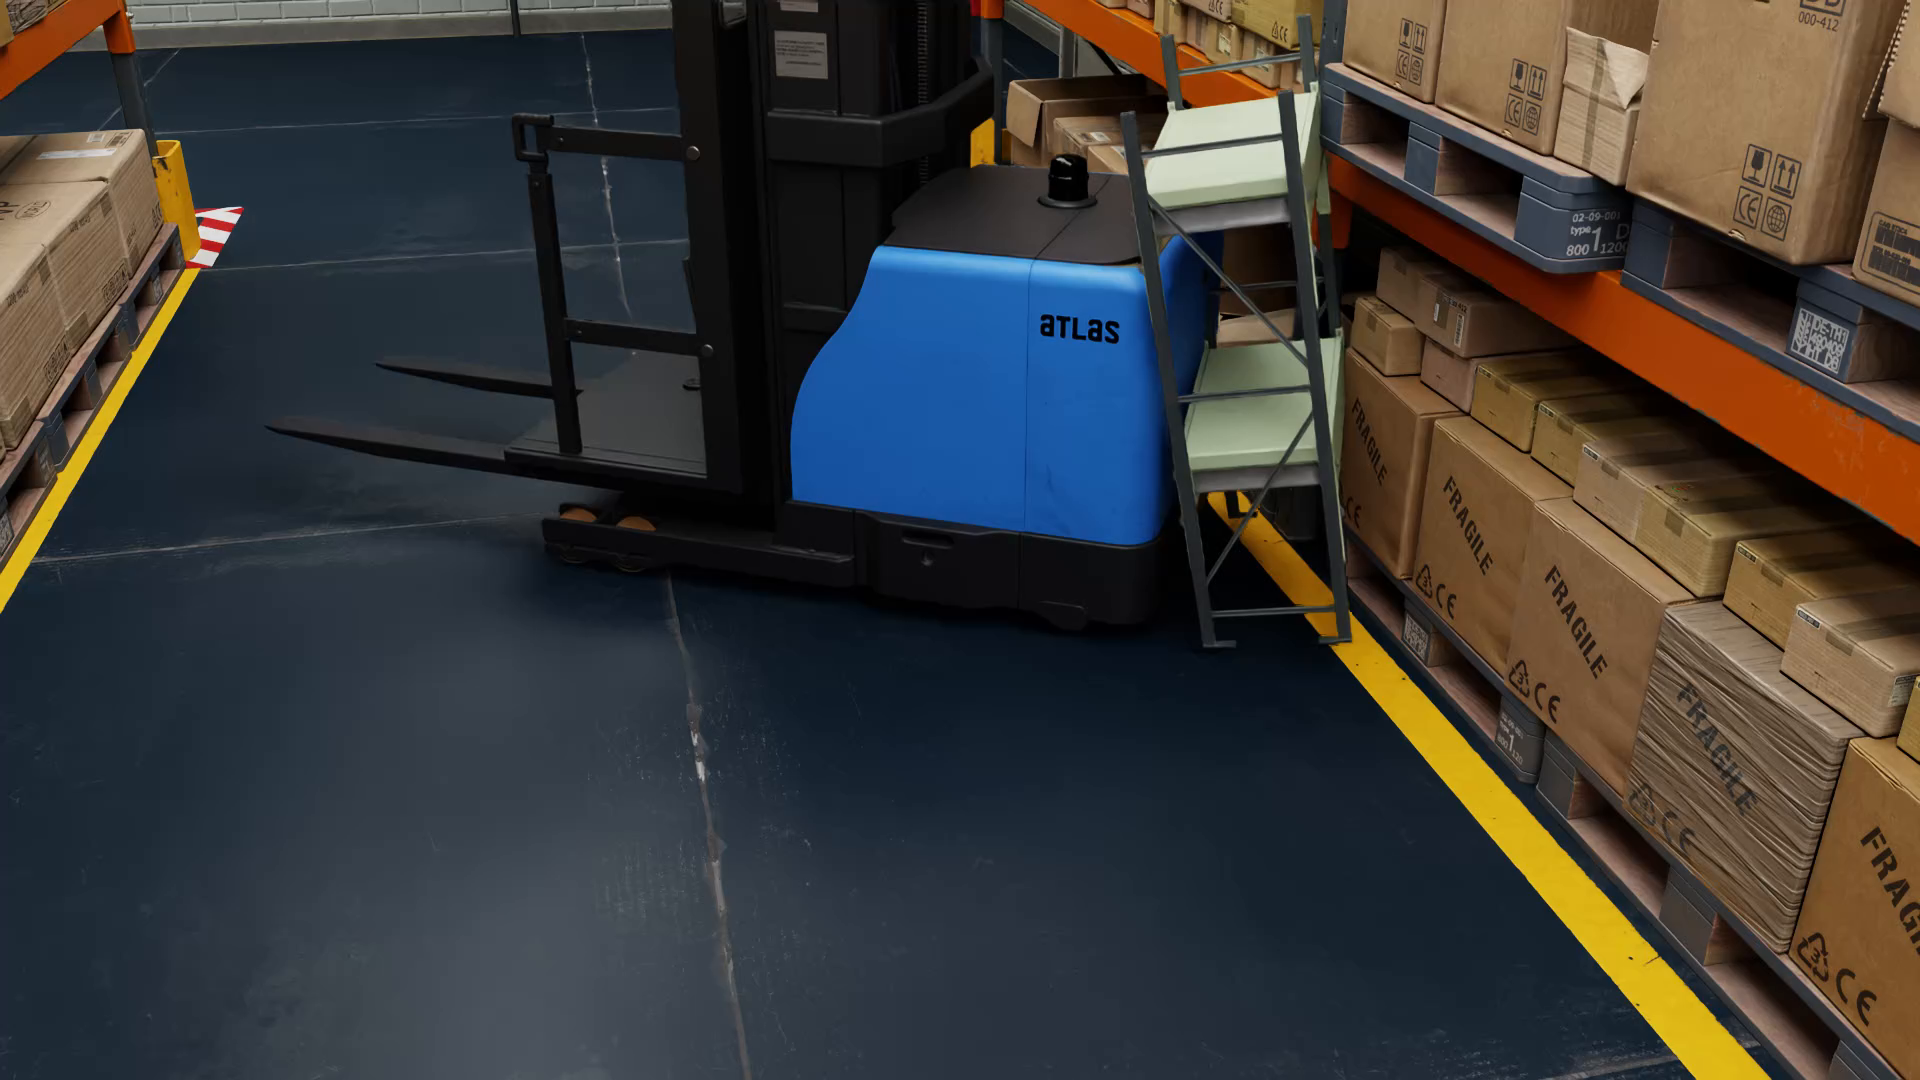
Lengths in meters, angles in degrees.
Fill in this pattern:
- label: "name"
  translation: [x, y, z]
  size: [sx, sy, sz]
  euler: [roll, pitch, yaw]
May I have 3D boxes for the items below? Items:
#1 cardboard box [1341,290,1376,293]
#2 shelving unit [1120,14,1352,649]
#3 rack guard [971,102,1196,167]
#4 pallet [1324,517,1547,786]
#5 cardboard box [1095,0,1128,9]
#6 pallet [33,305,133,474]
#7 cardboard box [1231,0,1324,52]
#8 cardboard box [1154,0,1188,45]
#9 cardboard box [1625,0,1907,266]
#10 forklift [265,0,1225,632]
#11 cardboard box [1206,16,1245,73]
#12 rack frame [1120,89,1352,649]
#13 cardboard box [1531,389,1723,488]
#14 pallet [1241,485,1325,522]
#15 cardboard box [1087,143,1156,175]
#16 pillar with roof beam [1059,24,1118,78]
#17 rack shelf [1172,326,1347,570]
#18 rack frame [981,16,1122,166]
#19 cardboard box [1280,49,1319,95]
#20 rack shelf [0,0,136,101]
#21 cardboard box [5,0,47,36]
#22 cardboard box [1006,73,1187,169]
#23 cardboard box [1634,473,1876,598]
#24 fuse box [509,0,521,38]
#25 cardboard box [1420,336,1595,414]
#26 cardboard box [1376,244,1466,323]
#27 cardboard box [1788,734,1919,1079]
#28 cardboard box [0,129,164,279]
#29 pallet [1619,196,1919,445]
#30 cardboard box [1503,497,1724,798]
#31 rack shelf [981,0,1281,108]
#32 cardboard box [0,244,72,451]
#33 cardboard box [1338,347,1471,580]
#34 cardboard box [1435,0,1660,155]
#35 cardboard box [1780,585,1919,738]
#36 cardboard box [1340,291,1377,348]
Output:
- label: "cardboard box"
  translation: [1.490, -0.824, 6.251]
  size: [0.380, 0.149, 0.250]
  euler: [-6, 27, -12]
- label: "shelving unit"
  translation: [0.801, -0.548, 4.501]
  size: [0.431, 1.500, 0.755]
  euler: [-4, 29, 17]
- label: "rack guard"
  translation: [0.622, -2.011, 8.680]
  size: [1.175, 0.500, 0.348]
  euler: [-6, 27, -12]
- label: "pallet"
  translation: [1.727, 0.194, 4.632]
  size: [1.003, 0.211, 1.213]
  euler: [-6, 27, -12]
- label: "cardboard box"
  translation: [0.733, -2.192, 6.543]
  size: [0.380, 0.149, 0.250]
  euler: [-5, 27, -10]
- label: "pallet"
  translation: [-3.702, -0.532, 6.071]
  size: [1.003, 0.211, 1.213]
  euler: [-6, 27, -12]
- label: "cardboard box"
  translation: [1.154, -1.669, 5.064]
  size: [0.500, 0.250, 0.500]
  euler: [-5, 27, -10]
- label: "cardboard box"
  translation: [0.909, -1.858, 5.880]
  size: [0.380, 0.149, 0.250]
  euler: [-6, 27, -12]
- label: "cardboard box"
  translation: [1.691, -0.830, 2.988]
  size: [0.700, 0.500, 0.500]
  euler: [-6, 27, -12]
- label: "forklift"
  translation: [-0.761, -1.426, 4.823]
  size: [3.031, 2.935, 1.130]
  euler: [8, 28, 16]
- label: "cardboard box"
  translation: [1.027, -1.630, 5.430]
  size: [0.380, 0.149, 0.250]
  euler: [-5, 27, -10]
- label: "rack frame"
  translation: [0.717, -0.365, 4.196]
  size: [0.400, 1.500, 0.023]
  euler: [-4, 29, 17]
- label: "cardboard box"
  translation: [1.610, -0.237, 3.979]
  size: [0.380, 0.149, 0.250]
  euler: [-6, 27, -12]
- label: "pallet"
  translation: [1.353, -0.461, 5.930]
  size: [1.003, 0.211, 1.213]
  euler: [-6, 27, -12]
- label: "cardboard box"
  translation: [0.827, -1.332, 6.869]
  size: [0.500, 0.500, 0.500]
  euler: [-5, 27, -11]
- label: "pillar with roof beam"
  translation: [-3.319, -6.677, 8.491]
  size: [9.100, 9.000, 0.400]
  euler: [-6, 27, -12]
- label: "rack shelf"
  translation: [0.865, -0.266, 4.652]
  size: [0.431, 0.370, 0.720]
  euler: [-4, 29, 17]
- label: "rack frame"
  translation: [0.605, -3.161, 8.183]
  size: [1.000, 3.000, 0.127]
  euler: [-6, 27, -12]
- label: "cardboard box"
  translation: [1.189, -1.407, 4.987]
  size: [0.380, 0.149, 0.250]
  euler: [-6, 27, -11]
- label: "rack shelf"
  translation: [-3.779, -1.456, 5.603]
  size: [1.077, 0.370, 4.000]
  euler: [-6, 27, -12]
- label: "cardboard box"
  translation: [-3.640, -2.068, 5.907]
  size: [0.500, 0.500, 0.500]
  euler: [-5, 27, -10]
- label: "cardboard box"
  translation: [0.651, -1.955, 8.100]
  size: [0.797, 0.503, 0.637]
  euler: [-7, 28, -14]
- label: "cardboard box"
  translation: [1.683, -0.014, 3.538]
  size: [0.380, 0.149, 0.250]
  euler: [-5, 27, -10]
- label: "fuse box"
  translation: [-3.444, -4.702, 12.667]
  size: [0.539, 1.711, 0.414]
  euler: [-6, 27, -12]
- label: "cardboard box"
  translation: [1.466, -0.467, 4.435]
  size: [0.380, 0.149, 0.250]
  euler: [-7, 28, -13]
- label: "cardboard box"
  translation: [1.387, -0.720, 4.606]
  size: [0.380, 0.149, 0.250]
  euler: [-6, 27, -12]
- label: "cardboard box"
  translation: [1.880, 0.666, 2.910]
  size: [0.500, 0.500, 0.500]
  euler: [-5, 27, -9]
- label: "cardboard box"
  translation: [-3.984, -1.419, 7.110]
  size: [0.875, 0.438, 0.875]
  euler: [-7, 28, -13]
- label: "pallet"
  translation: [1.965, -0.416, 2.958]
  size: [1.003, 0.211, 1.213]
  euler: [-6, 27, -12]
- label: "cardboard box"
  translation: [1.634, 0.211, 3.810]
  size: [0.500, 0.500, 0.500]
  euler: [-7, 28, -13]
- label: "rack shelf"
  translation: [1.056, -1.961, 6.605]
  size: [1.077, 0.370, 4.000]
  euler: [-6, 27, -12]
- label: "cardboard box"
  translation: [-3.568, -0.622, 5.531]
  size: [0.875, 0.438, 0.875]
  euler: [-7, 28, -13]
- label: "cardboard box"
  translation: [1.396, -0.241, 4.706]
  size: [0.500, 0.500, 0.500]
  euler: [-5, 27, -9]
- label: "cardboard box"
  translation: [1.514, -1.174, 3.670]
  size: [0.700, 0.500, 0.500]
  euler: [-6, 27, -11]
- label: "cardboard box"
  translation: [1.778, 0.214, 3.085]
  size: [0.380, 0.149, 0.250]
  euler: [-7, 28, -14]
- label: "cardboard box"
  translation: [1.588, -0.706, 5.837]
  size: [0.500, 0.311, 0.500]
  euler: [-5, 27, -10]
